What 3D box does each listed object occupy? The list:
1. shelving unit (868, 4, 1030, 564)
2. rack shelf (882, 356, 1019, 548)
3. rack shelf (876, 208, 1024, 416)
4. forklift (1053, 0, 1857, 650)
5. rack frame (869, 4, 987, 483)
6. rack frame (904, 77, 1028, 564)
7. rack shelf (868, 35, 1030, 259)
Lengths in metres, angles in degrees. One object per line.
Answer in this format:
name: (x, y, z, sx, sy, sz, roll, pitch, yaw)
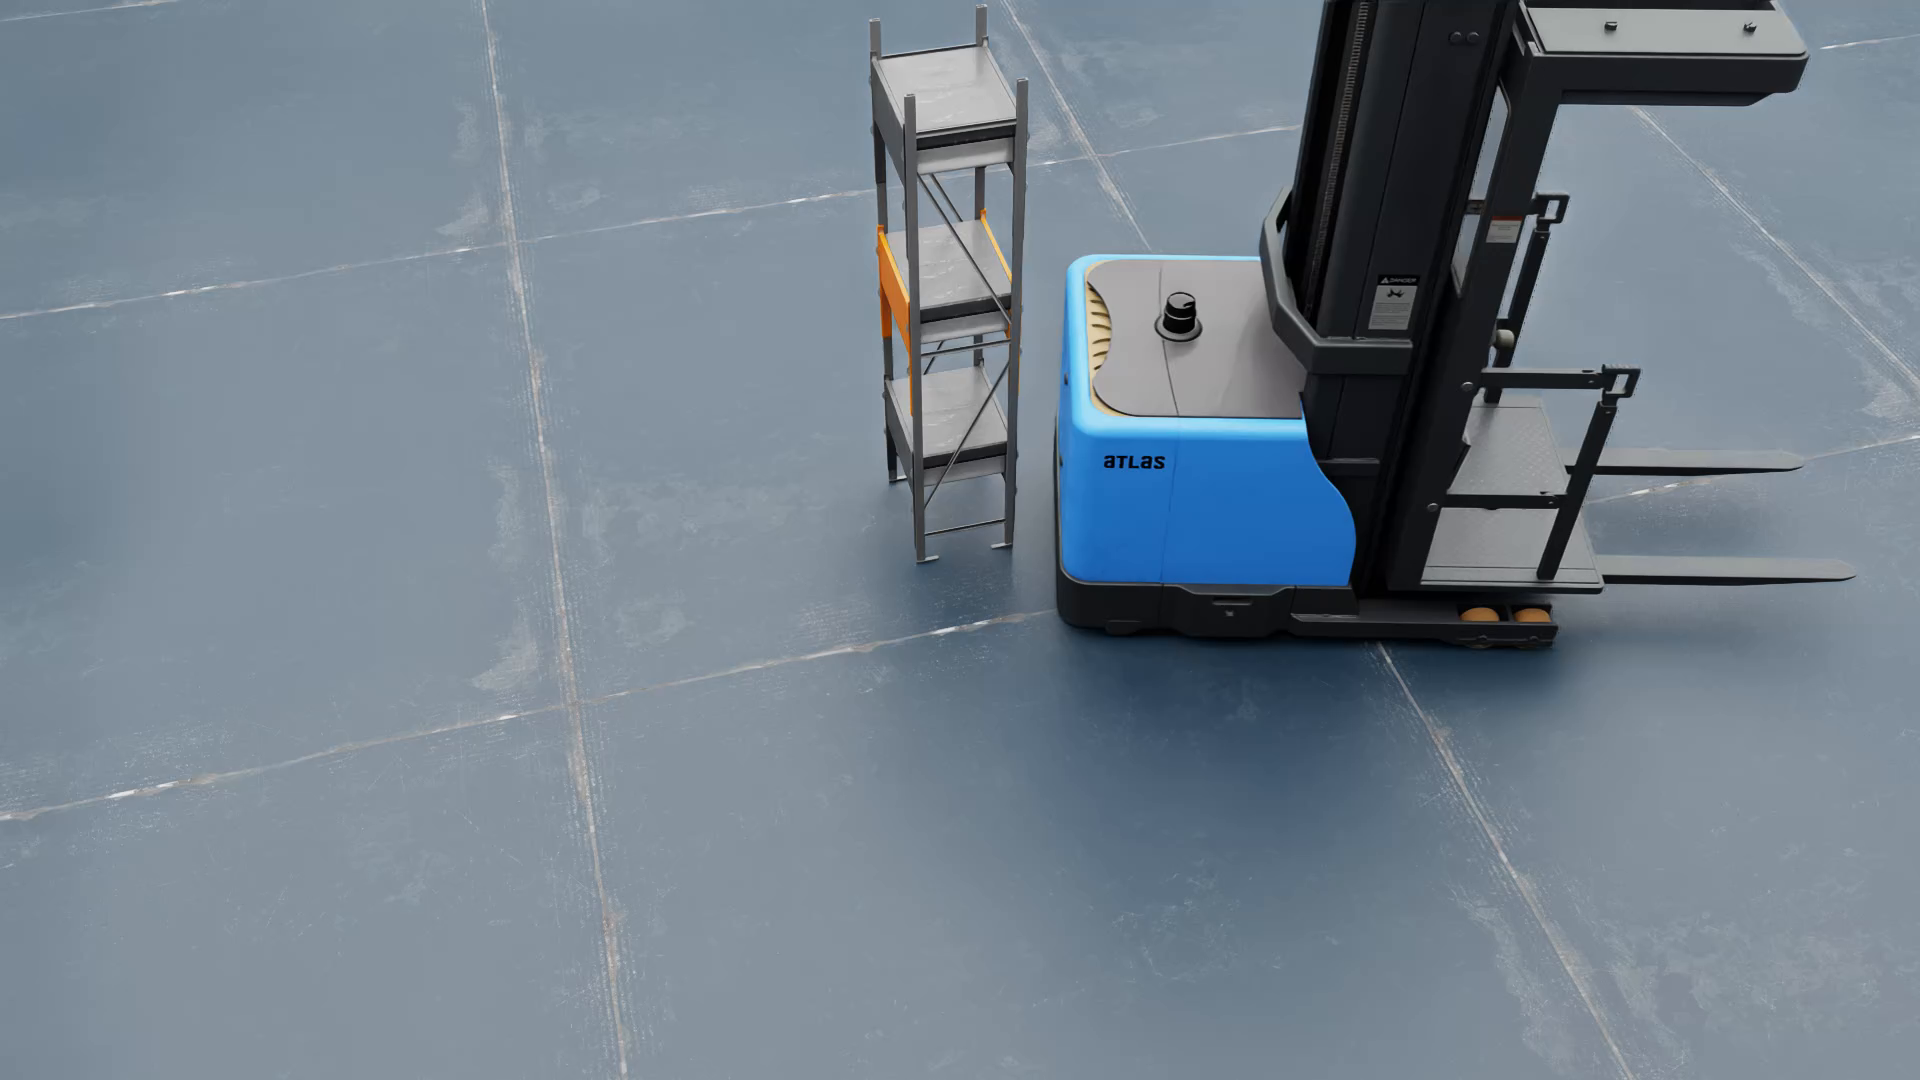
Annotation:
shelving unit: (-0.042, -0.849, 6.112, 0.431, 2.100, 0.503, -11, 47, -10)
rack shelf: (-0.042, -0.350, 6.622, 0.431, 0.518, 0.480, -11, 47, -10)
rack shelf: (-0.042, -0.840, 6.122, 0.431, 0.518, 0.480, -11, 47, -10)
forklift: (1.897, -0.996, 5.674, 3.031, 2.935, 1.130, 1, 46, 1)
rack frame: (-0.105, -1.018, 6.277, 0.400, 2.100, 0.015, -11, 47, -10)
rack frame: (0.020, -0.681, 5.947, 0.400, 2.100, 0.015, -11, 47, -10)
rack shelf: (-0.042, -1.330, 5.622, 0.431, 0.518, 0.480, -11, 47, -10)
